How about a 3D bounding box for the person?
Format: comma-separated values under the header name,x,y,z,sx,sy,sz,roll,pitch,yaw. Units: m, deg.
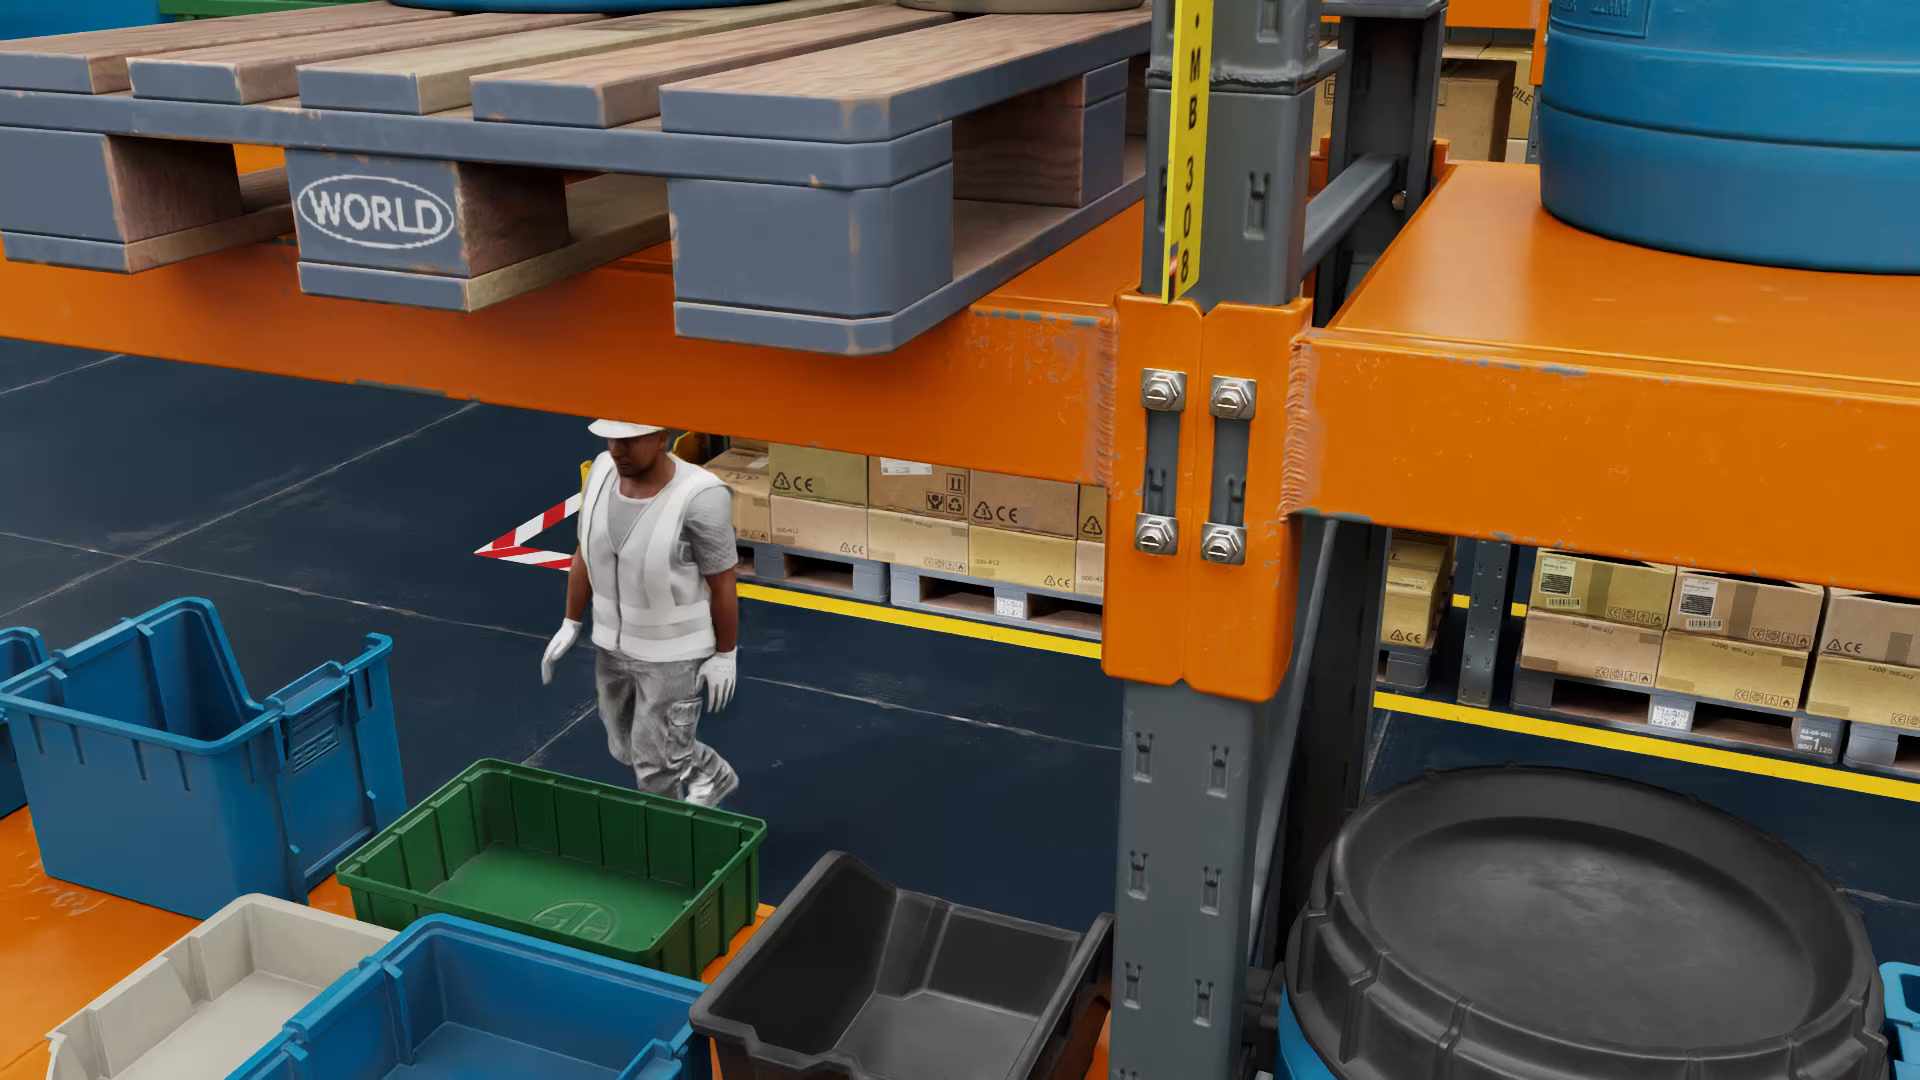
name,x,y,z,sx,sy,sz,roll,pitch,yaw
person,-0.974,0.339,5.227,0.554,1.773,0.887,15,26,32
